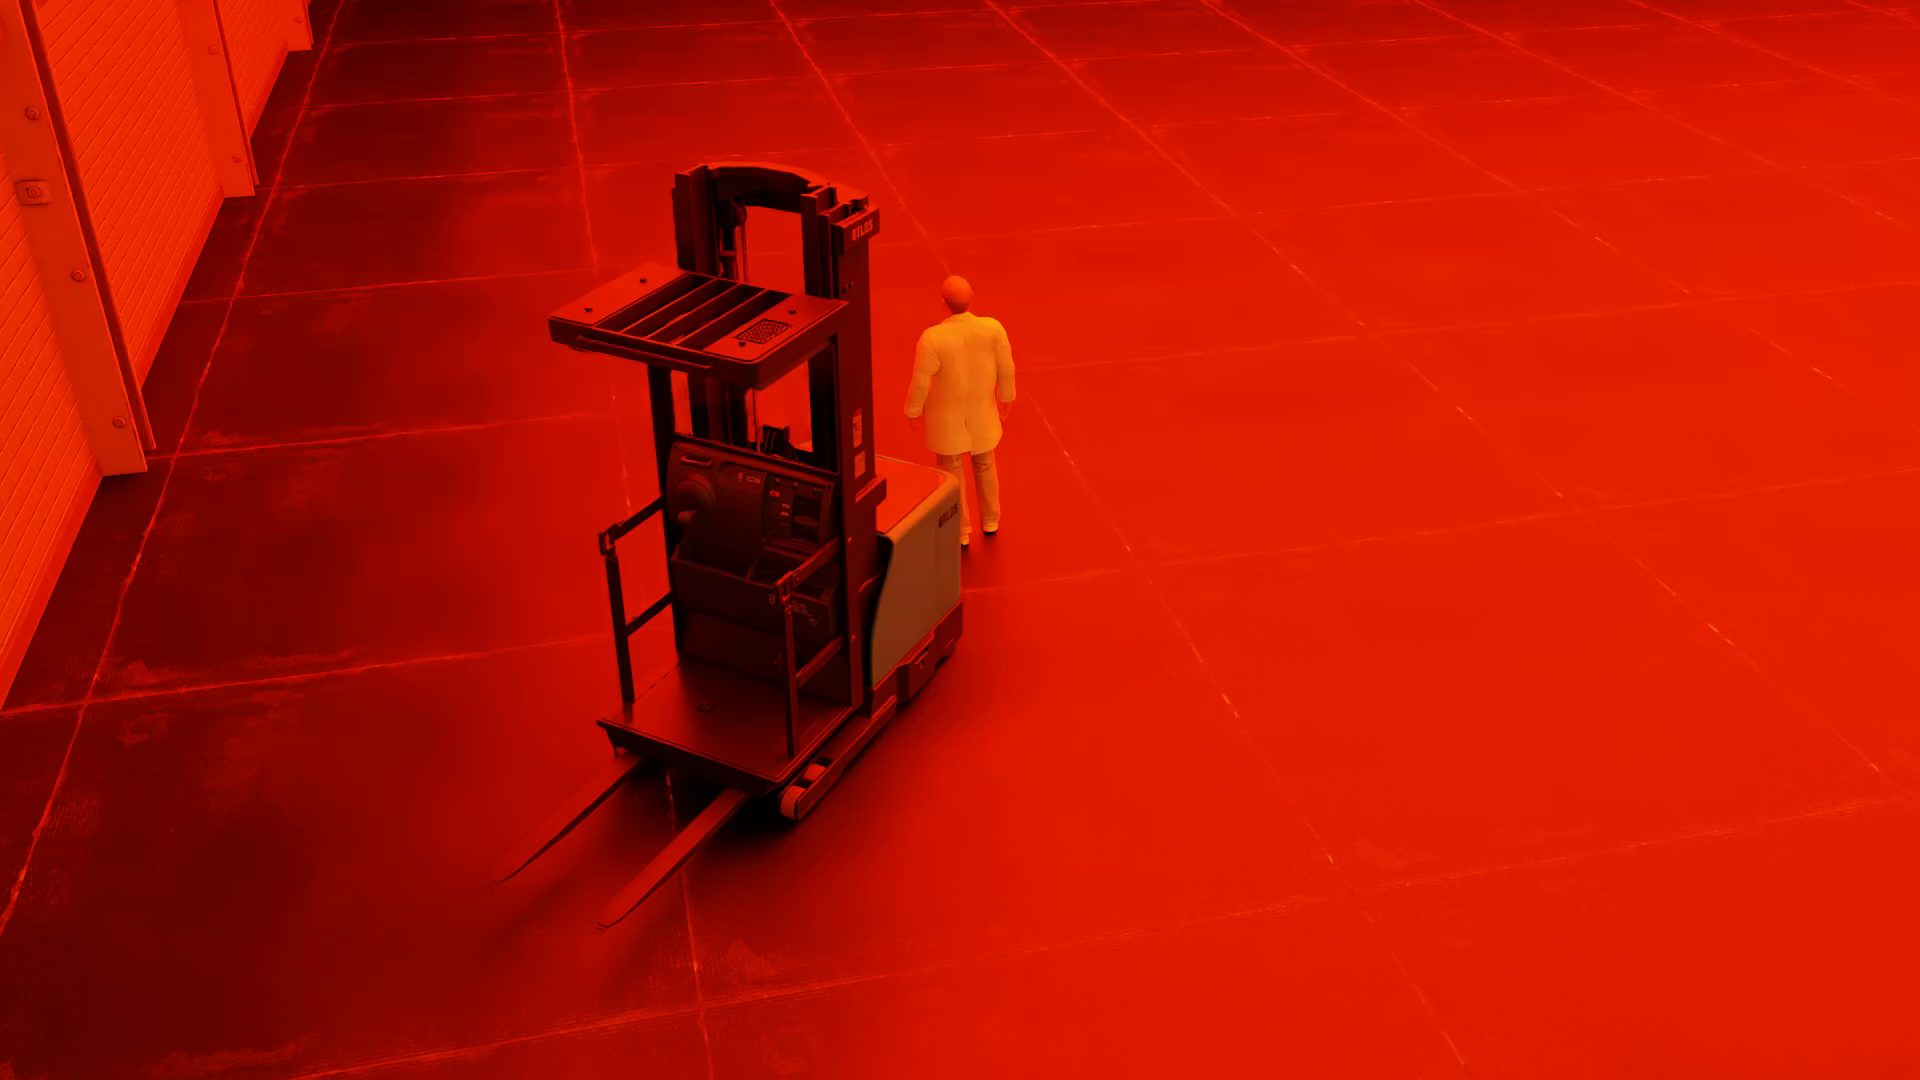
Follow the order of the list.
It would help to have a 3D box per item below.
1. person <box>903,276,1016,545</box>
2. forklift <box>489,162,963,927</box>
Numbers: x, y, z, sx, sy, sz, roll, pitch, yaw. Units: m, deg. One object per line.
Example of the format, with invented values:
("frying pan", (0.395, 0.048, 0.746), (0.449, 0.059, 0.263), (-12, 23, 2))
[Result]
("person", (-0.017, -0.821, 10.128), (0.698, 1.777, 0.580), (-7, 31, -12))
("forklift", (-1.112, -0.155, 7.843), (1.130, 2.935, 3.031), (15, 33, 24))
